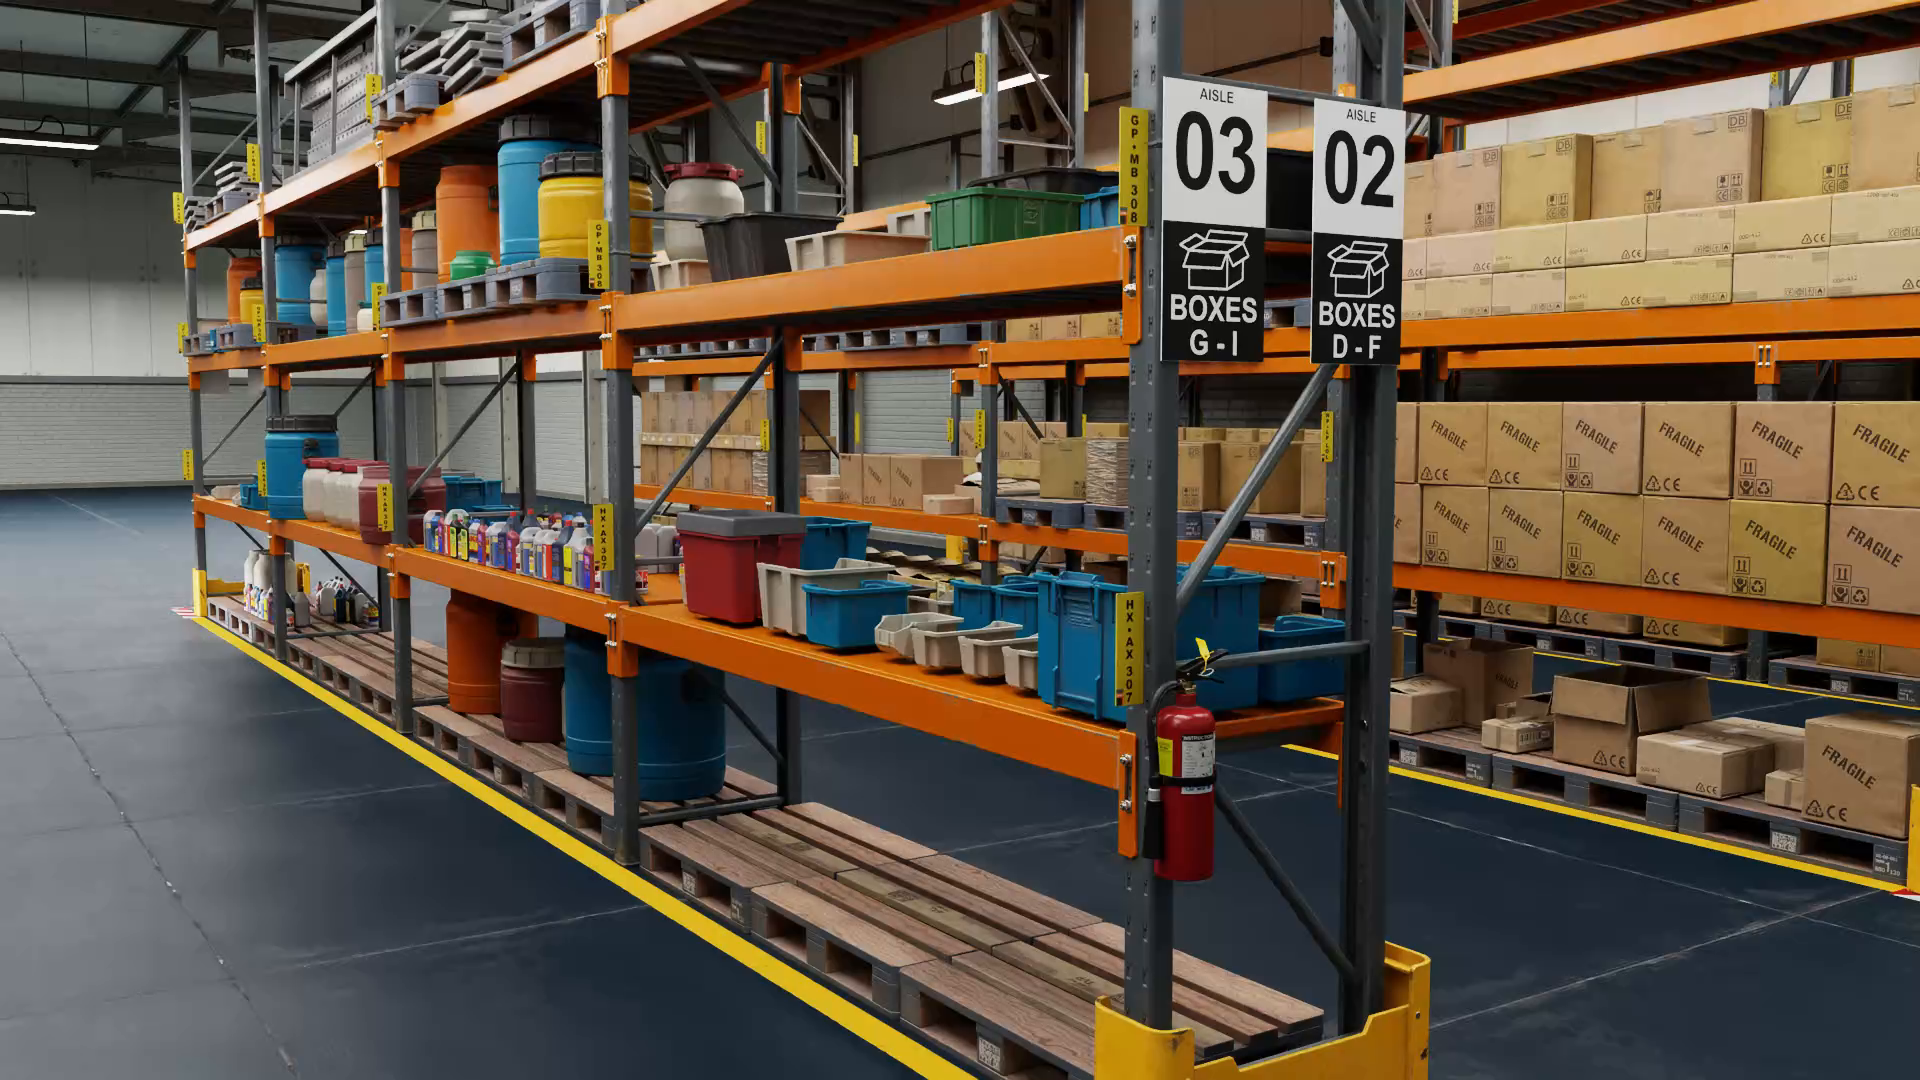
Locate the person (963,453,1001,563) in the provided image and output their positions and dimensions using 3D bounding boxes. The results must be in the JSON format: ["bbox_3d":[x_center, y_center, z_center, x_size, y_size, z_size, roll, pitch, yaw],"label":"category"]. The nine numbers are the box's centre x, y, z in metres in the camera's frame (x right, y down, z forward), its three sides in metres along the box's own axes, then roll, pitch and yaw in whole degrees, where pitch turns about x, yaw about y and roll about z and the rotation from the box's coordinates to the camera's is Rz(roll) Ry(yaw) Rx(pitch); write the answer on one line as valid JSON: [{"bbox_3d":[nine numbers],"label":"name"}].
[{"bbox_3d":[0.247,-0.115,18.829,0.463,1.759,0.625,-3,6,-36],"label":"person"}]
